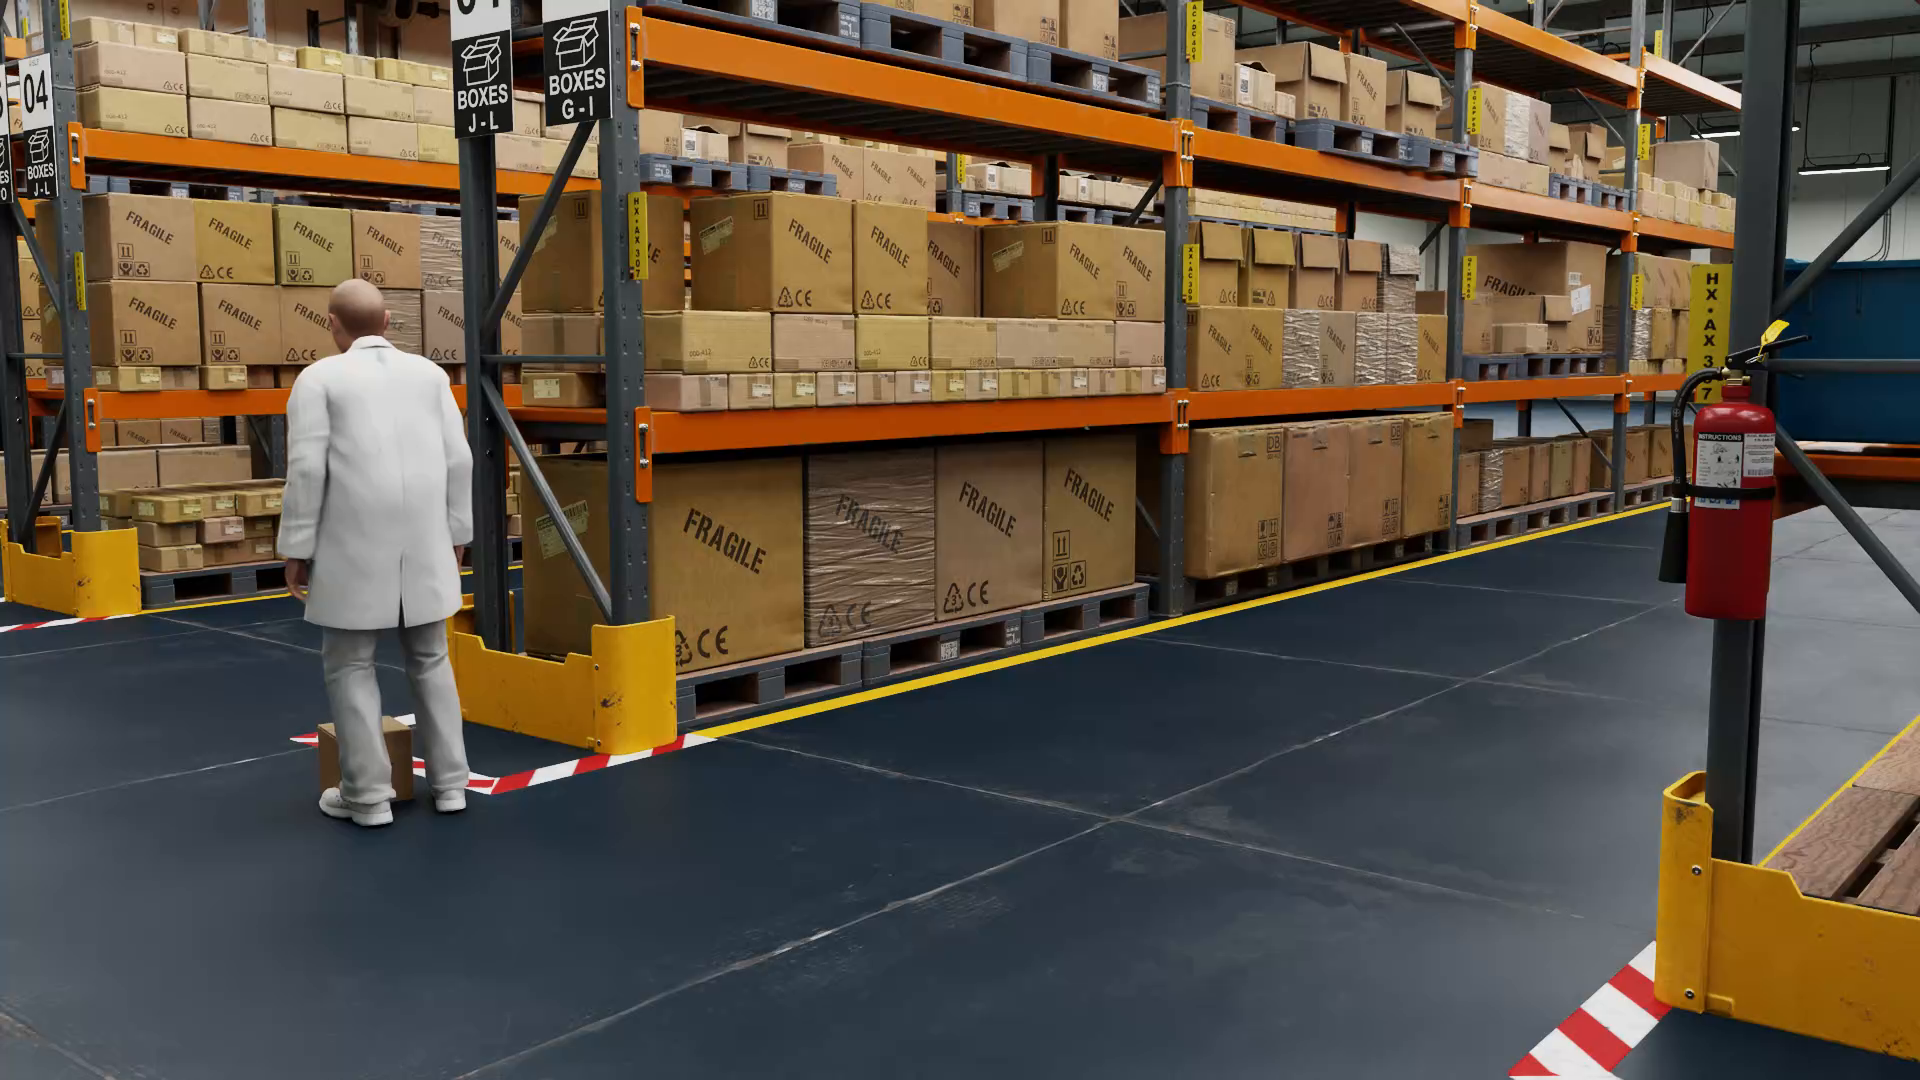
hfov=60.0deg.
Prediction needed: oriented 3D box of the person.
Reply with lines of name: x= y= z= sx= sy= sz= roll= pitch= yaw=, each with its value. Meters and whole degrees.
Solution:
person: x=-1.916 y=0.035 z=5.481 sx=0.652 sy=1.773 sz=0.425 roll=-6 pitch=9 yaw=-40
